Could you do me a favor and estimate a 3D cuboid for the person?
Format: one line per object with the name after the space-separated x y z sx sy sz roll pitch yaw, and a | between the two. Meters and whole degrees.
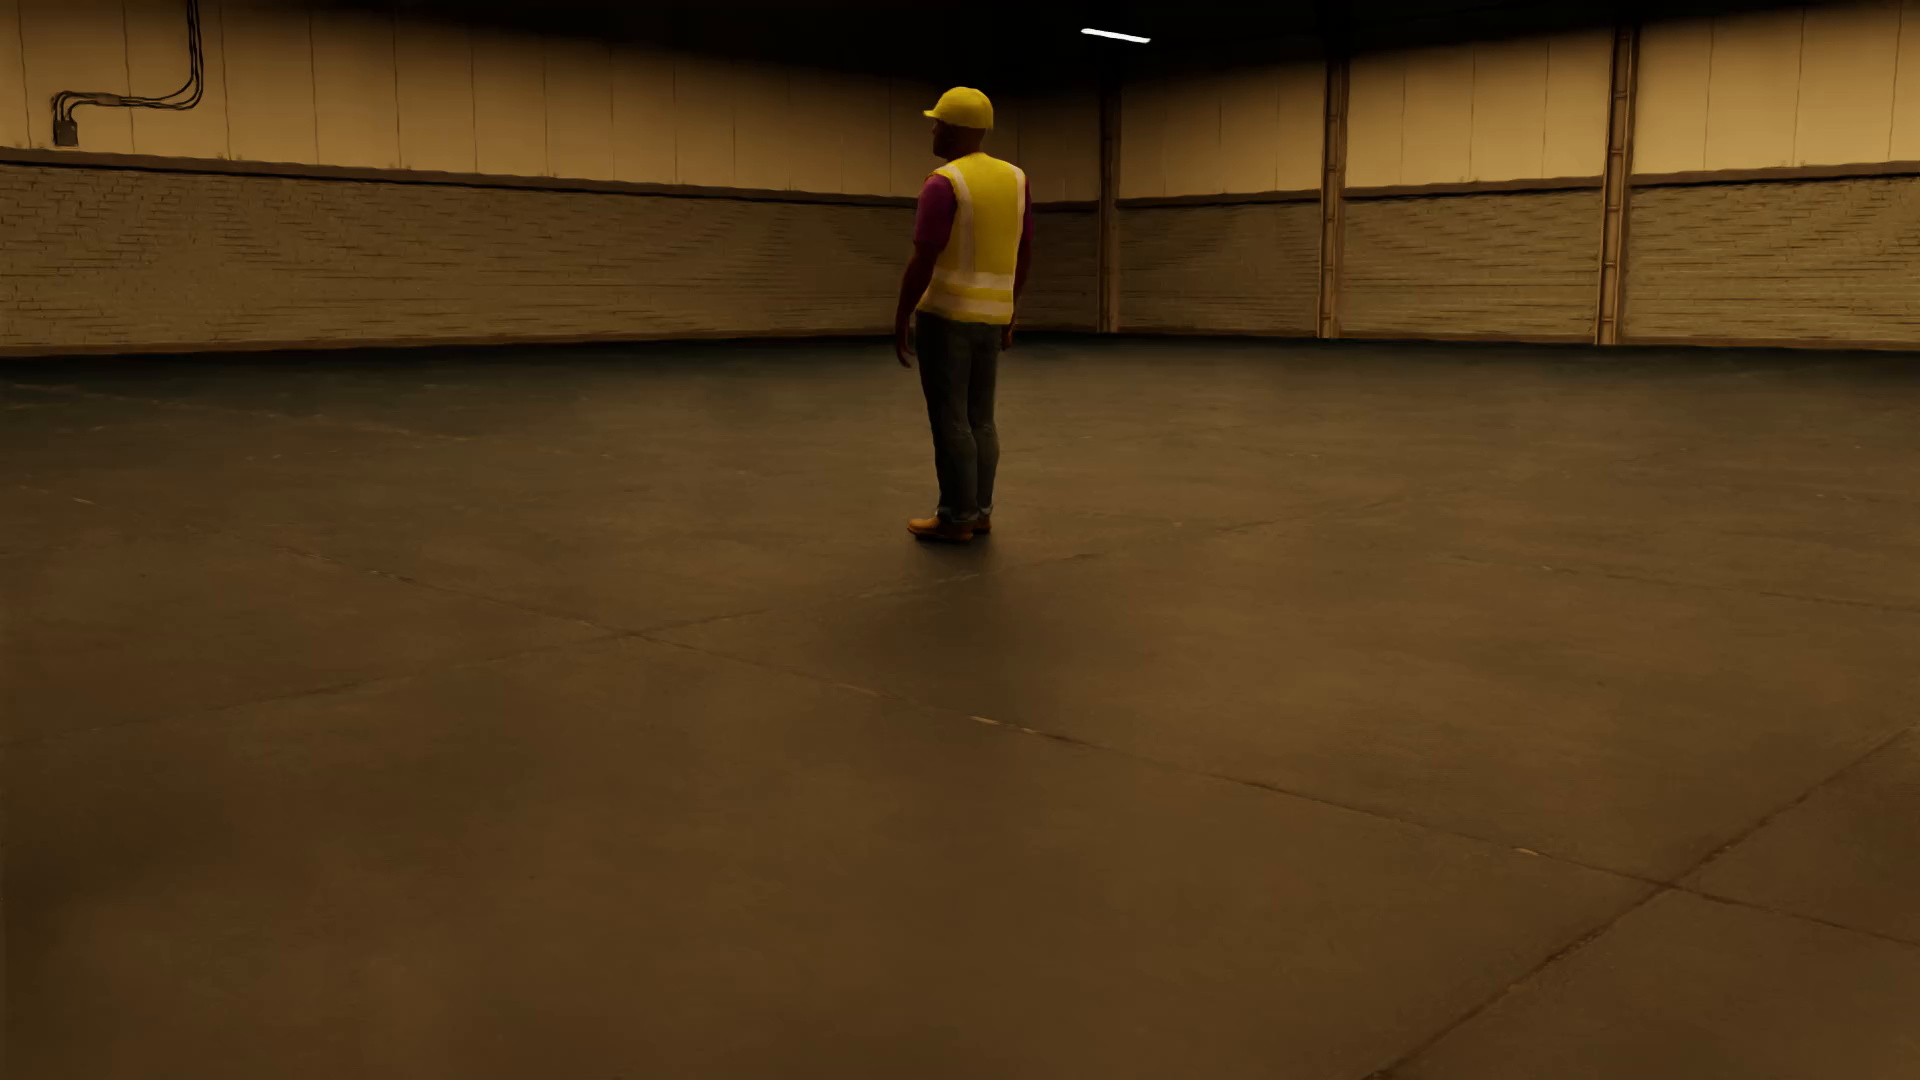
-0.046 -0.888 6.636 0.576 1.766 0.665 8 12 43 | person
